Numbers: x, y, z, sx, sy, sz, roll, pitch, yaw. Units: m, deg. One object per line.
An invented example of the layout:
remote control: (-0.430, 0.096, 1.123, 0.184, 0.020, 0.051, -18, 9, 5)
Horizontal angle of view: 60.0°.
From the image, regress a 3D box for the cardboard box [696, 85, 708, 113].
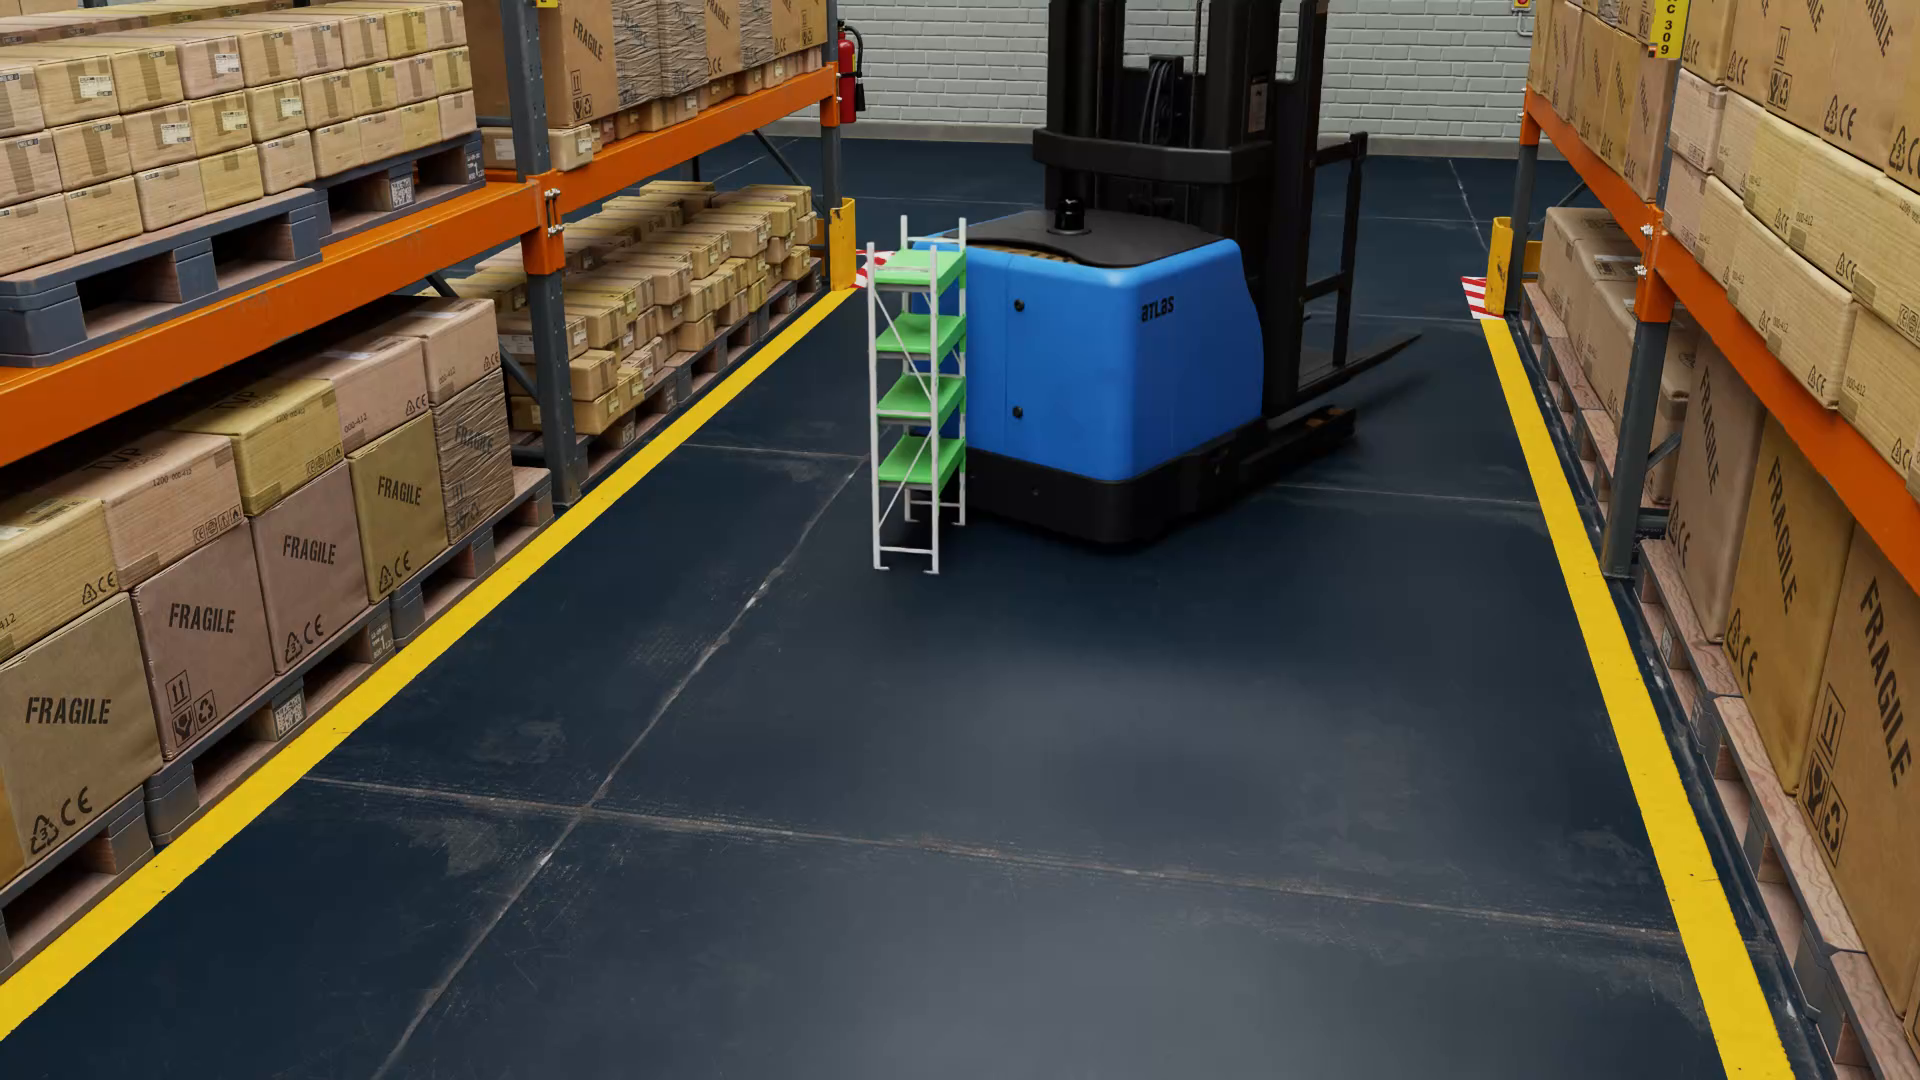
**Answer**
cardboard box: (-1.433, -2.125, 7.950, 0.380, 0.149, 0.250, 5, 23, 13)

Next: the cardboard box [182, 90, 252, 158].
cardboard box: (-2.194, -1.149, 4.567, 0.380, 0.149, 0.250, 5, 22, 11)

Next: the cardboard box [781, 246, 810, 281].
cardboard box: (-1.081, -1.601, 9.567, 0.380, 0.149, 0.250, 5, 23, 13)

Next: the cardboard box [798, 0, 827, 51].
cardboard box: (-1.065, -3.039, 9.352, 0.500, 0.500, 0.500, 5, 22, 12)

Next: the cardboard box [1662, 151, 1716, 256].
cardboard box: (2.477, -1.025, 5.084, 0.500, 0.250, 0.500, 4, 22, 10)

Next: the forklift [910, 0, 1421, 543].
forklift: (1.109, -1.828, 6.968, 1.130, 2.935, 3.031, 17, 27, 35)

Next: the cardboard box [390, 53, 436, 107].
cardboard box: (-1.982, -1.535, 5.525, 0.380, 0.149, 0.250, 5, 22, 11)

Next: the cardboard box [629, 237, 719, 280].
cardboard box: (-1.424, -1.404, 8.281, 0.380, 0.149, 0.250, 5, 22, 11)

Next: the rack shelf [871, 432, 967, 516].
rack shelf: (-0.147, -0.250, 6.183, 0.258, 0.148, 0.480, 4, 22, 11)

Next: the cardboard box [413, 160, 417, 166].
cardboard box: (-2.212, -1.581, 6.601, 0.380, 0.149, 0.250, 4, 22, 10)

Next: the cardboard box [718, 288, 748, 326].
cardboard box: (-1.323, -1.223, 8.629, 0.380, 0.149, 0.250, 5, 22, 12)

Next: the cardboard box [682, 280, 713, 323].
cardboard box: (-1.425, -1.170, 8.100, 0.380, 0.149, 0.250, 4, 22, 11)

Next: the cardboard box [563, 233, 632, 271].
cardboard box: (-1.871, -1.439, 8.369, 0.380, 0.149, 0.250, 5, 22, 11)

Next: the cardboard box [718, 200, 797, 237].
cardboard box: (-1.121, -1.782, 9.221, 0.380, 0.149, 0.250, 4, 22, 10)

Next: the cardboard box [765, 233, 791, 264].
cardboard box: (-1.157, -1.644, 9.276, 0.380, 0.149, 0.250, 4, 22, 9)

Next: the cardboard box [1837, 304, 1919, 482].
cardboard box: (2.066, -0.278, 3.230, 0.500, 0.250, 0.500, 4, 22, 10)

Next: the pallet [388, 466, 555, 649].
pallet: (-2.199, 0.003, 6.064, 1.003, 0.211, 1.213, 4, 22, 11)

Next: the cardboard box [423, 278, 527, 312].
cardboard box: (-2.166, -1.062, 7.433, 0.380, 0.149, 0.250, 4, 22, 10)

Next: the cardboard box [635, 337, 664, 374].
cardboard box: (-1.595, -0.845, 7.692, 0.380, 0.149, 0.250, 4, 22, 10)

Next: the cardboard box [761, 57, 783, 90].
cardboard box: (-1.168, -2.505, 8.895, 0.380, 0.149, 0.250, 5, 22, 12)

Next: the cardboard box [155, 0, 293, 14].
cardboard box: (-2.572, -1.821, 5.837, 0.380, 0.149, 0.250, 6, 23, 14)

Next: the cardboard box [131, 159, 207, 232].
cardboard box: (-2.245, -0.919, 4.395, 0.380, 0.149, 0.250, 4, 22, 9)

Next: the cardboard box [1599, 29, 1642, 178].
cardboard box: (2.769, -1.659, 6.324, 0.500, 0.500, 0.500, 4, 22, 10)

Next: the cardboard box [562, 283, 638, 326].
cardboard box: (-1.650, -1.027, 7.345, 0.380, 0.149, 0.250, 4, 22, 10)

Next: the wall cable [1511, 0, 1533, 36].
wall cable: (4.769, -5.248, 13.967, 0.585, 1.953, 0.123, 4, 22, 11)

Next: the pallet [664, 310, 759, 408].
pallet: (-1.692, -0.978, 8.499, 1.003, 0.211, 1.213, 4, 22, 11)

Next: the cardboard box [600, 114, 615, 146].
cardboard box: (-1.680, -1.739, 6.993, 0.380, 0.149, 0.250, 3, 22, 9)

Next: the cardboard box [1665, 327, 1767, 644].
cardboard box: (2.777, -0.212, 5.146, 0.875, 0.875, 0.875, 5, 23, 13)

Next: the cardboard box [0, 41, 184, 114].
cardboard box: (-2.252, -1.193, 4.278, 0.380, 0.149, 0.250, 4, 22, 10)

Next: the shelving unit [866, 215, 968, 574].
shelving unit: (-0.147, -0.532, 6.069, 0.258, 1.200, 0.503, 4, 22, 11)

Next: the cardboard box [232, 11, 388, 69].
cardboard box: (-2.041, -1.575, 5.228, 0.380, 0.149, 0.250, 4, 22, 9)

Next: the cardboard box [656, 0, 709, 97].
cardboard box: (-1.461, -2.285, 7.479, 0.500, 0.500, 0.500, 4, 22, 10)

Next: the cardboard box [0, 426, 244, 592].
cardboard box: (-2.263, -0.095, 4.354, 0.500, 0.250, 0.500, 5, 22, 11)

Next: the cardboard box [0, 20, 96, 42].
cardboard box: (-2.783, -1.440, 4.892, 0.380, 0.149, 0.250, 4, 22, 10)

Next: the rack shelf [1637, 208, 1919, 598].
rack shelf: (2.417, -0.170, 3.724, 1.077, 0.370, 4.000, 4, 22, 11)

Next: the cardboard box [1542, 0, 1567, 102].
cardboard box: (3.187, -2.404, 8.173, 0.500, 0.500, 0.500, 4, 22, 10)

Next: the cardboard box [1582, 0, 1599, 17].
cardboard box: (2.968, -2.494, 7.058, 0.500, 0.500, 0.500, 5, 22, 11)

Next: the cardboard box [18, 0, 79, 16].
cardboard box: (-5.899, -3.324, 10.395, 0.500, 0.250, 0.500, 4, 22, 10)

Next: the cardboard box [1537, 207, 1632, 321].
cardboard box: (3.605, -1.455, 8.820, 0.875, 0.438, 0.875, 4, 22, 9)

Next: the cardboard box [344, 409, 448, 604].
cardboard box: (-2.051, -0.133, 5.453, 0.500, 0.500, 0.500, 4, 22, 10)

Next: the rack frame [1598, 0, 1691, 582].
rack frame: (2.825, -1.235, 5.405, 1.000, 3.000, 0.127, 4, 22, 11)

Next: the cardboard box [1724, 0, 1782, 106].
cardboard box: (2.377, -1.418, 4.387, 0.500, 0.500, 0.500, 4, 22, 11)

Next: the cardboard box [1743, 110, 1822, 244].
cardboard box: (2.252, -0.883, 4.062, 0.500, 0.250, 0.500, 5, 22, 12)

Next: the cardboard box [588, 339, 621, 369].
cardboard box: (-1.690, -0.793, 7.164, 0.380, 0.149, 0.250, 5, 22, 11)

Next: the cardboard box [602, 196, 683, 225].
cardboard box: (-1.780, -1.829, 9.337, 0.380, 0.149, 0.250, 4, 22, 11)

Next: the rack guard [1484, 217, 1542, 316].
rack guard: (3.647, -1.547, 9.526, 1.175, 0.500, 0.348, 4, 22, 11)

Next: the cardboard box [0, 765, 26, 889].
cardboard box: (-2.463, 0.613, 3.601, 0.500, 0.500, 0.500, 4, 22, 9)

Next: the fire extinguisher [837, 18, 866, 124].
fire extinguisher: (-0.722, -2.887, 10.108, 0.296, 0.674, 0.183, 4, 22, 11)

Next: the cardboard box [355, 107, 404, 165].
cardboard box: (-2.033, -1.307, 5.359, 0.380, 0.149, 0.250, 4, 22, 11)

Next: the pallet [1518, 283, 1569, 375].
pallet: (3.555, -1.106, 8.818, 1.003, 0.211, 1.213, 4, 22, 11)
